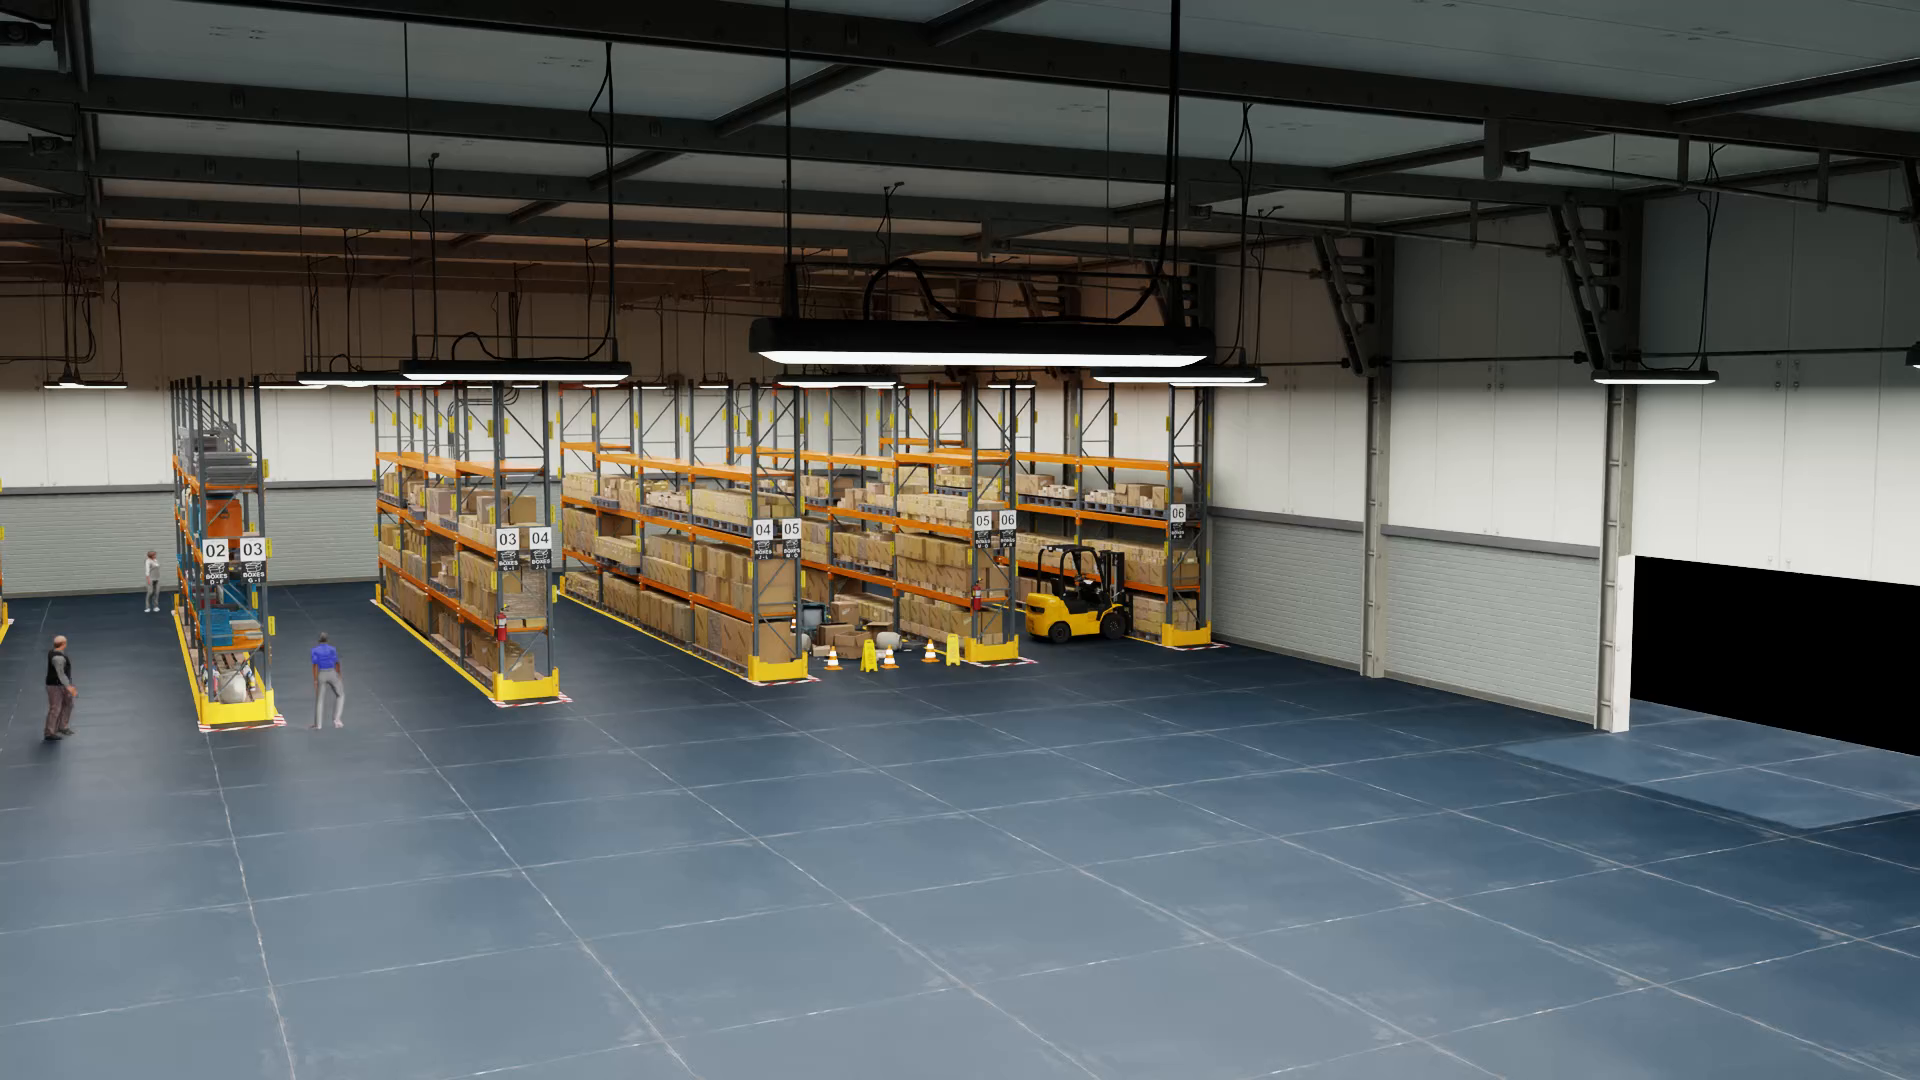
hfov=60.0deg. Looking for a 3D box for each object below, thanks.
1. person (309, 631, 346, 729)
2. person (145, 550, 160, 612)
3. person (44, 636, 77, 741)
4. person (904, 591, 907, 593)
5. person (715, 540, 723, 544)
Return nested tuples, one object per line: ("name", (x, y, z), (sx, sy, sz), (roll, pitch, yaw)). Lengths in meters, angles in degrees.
("person", (-10.769, 2.382, 28.203), (0.598, 1.646, 0.396), (-1, 5, -10))
("person", (-21.127, 1.087, 43.507), (0.340, 1.647, 0.474), (2, 6, 25))
("person", (-14.881, 2.441, 27.500), (0.536, 1.741, 0.648), (-2, 6, -24))
("person", (-1.297, 0.767, 46.091), (0.573, 1.728, 0.418), (0, 5, 0))
("person", (-6.665, 0.688, 46.480), (0.607, 1.793, 0.412), (2, 5, 17))
